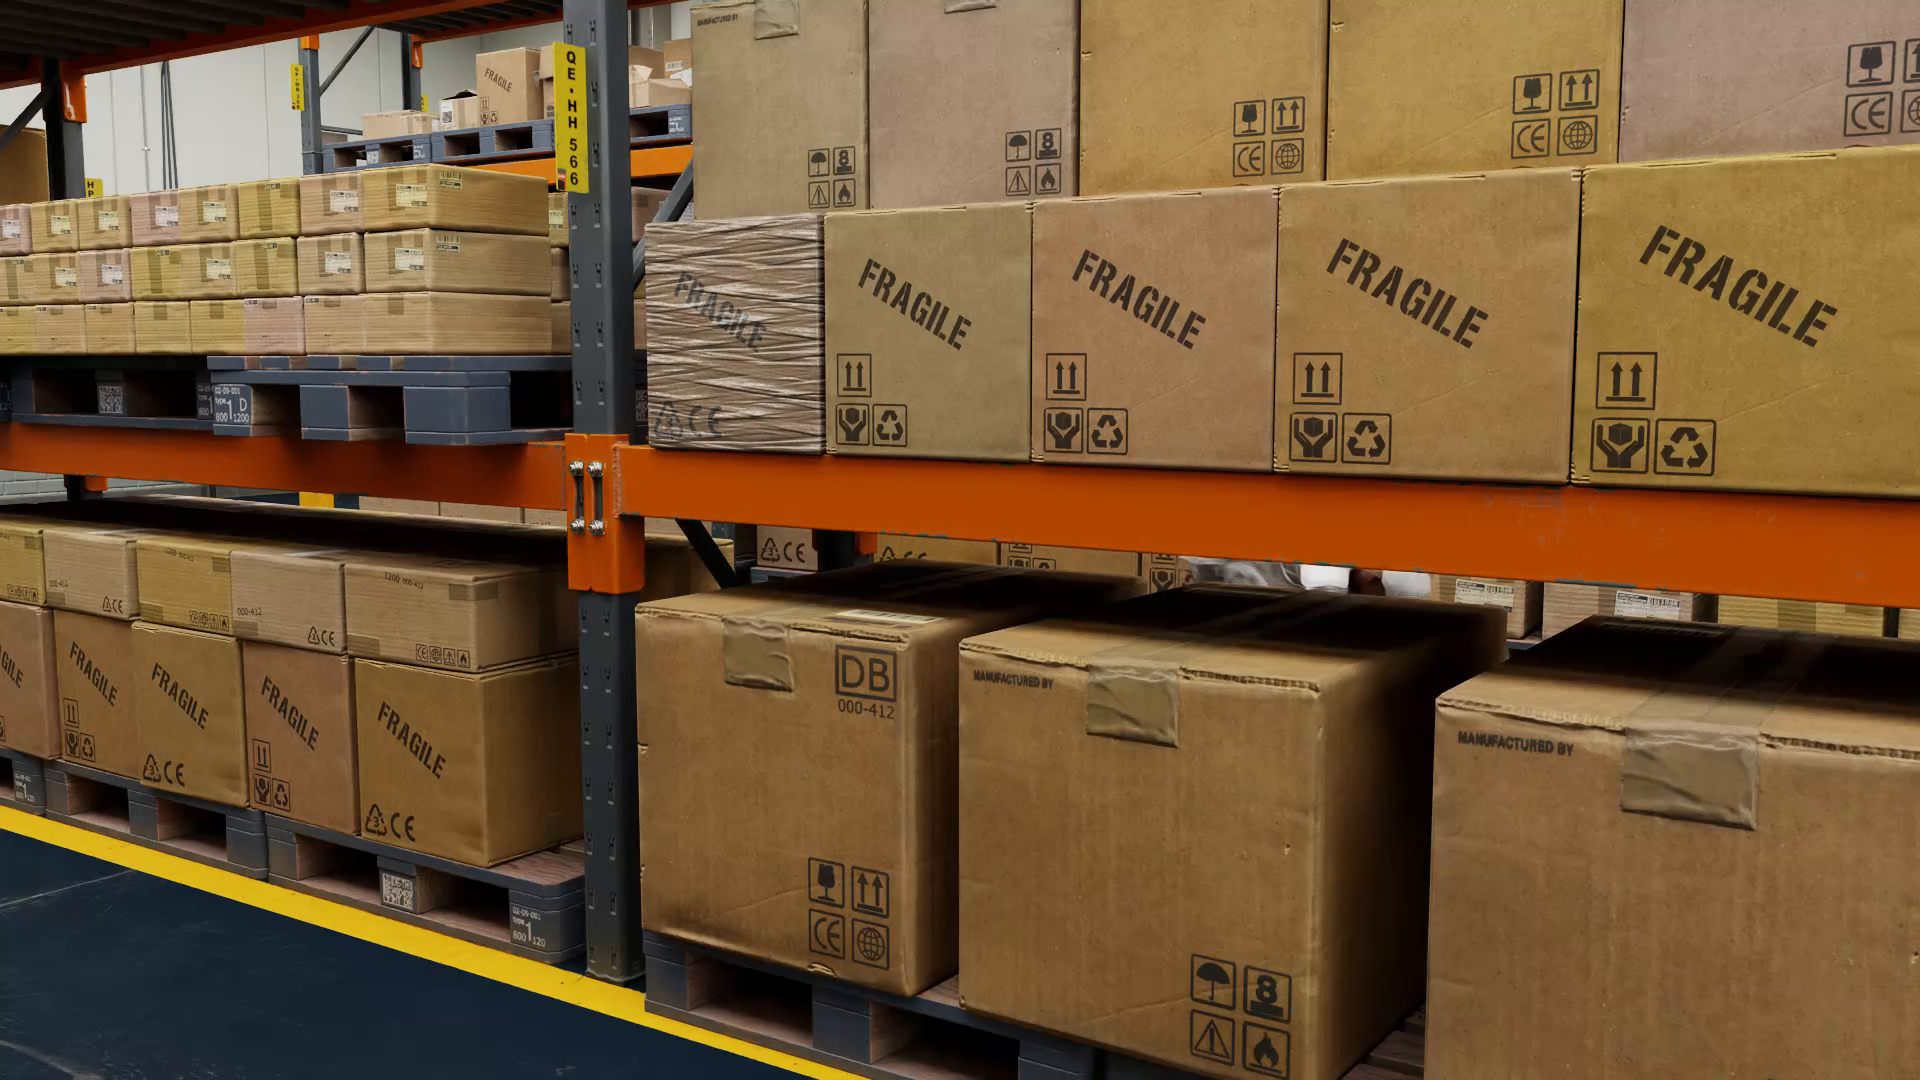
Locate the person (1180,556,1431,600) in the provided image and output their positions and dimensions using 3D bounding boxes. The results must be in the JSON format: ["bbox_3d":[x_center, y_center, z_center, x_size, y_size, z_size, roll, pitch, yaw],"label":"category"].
[{"bbox_3d":[1.355,0.319,6.552,0.982,0.945,0.525,4,7,31],"label":"person"}]
